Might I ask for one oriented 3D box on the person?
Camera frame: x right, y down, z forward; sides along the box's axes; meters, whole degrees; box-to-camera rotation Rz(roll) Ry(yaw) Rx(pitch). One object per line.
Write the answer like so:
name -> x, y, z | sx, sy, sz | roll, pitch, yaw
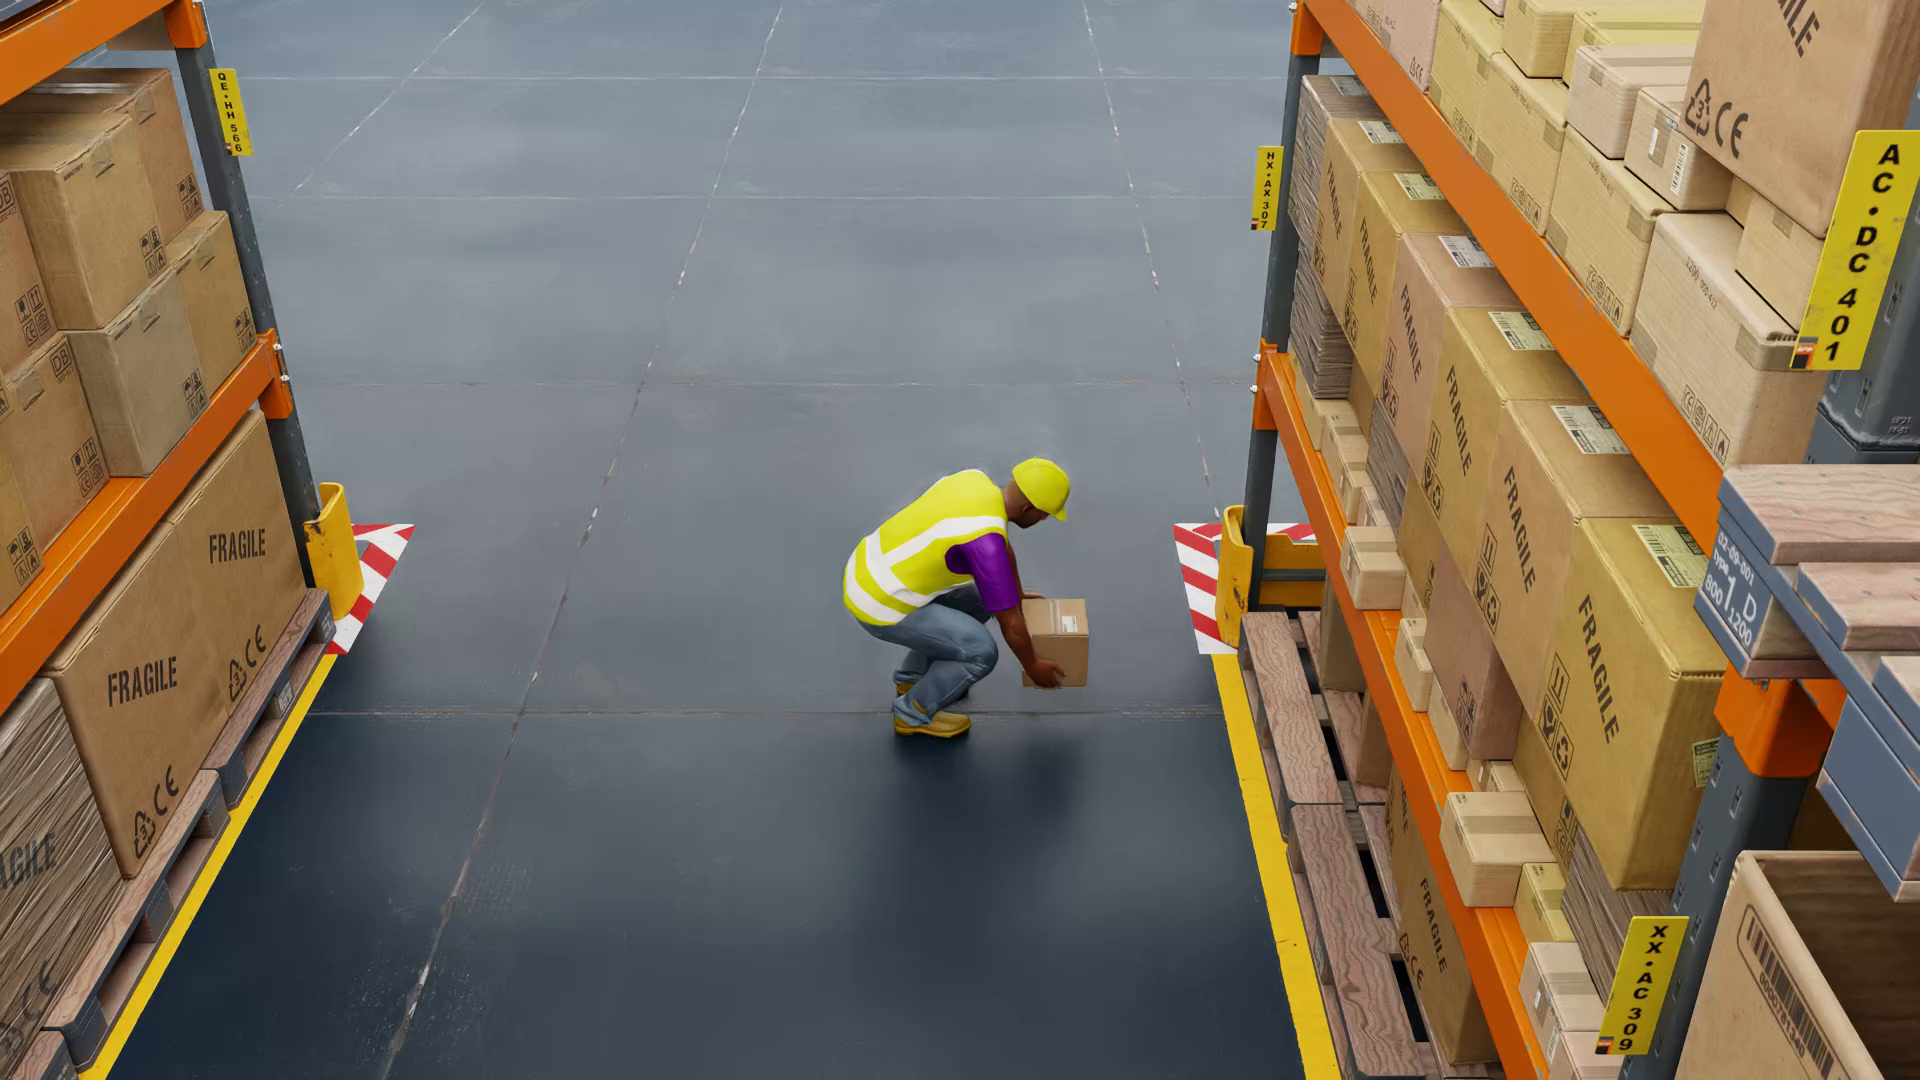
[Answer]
person -> -0.018, 0.185, 6.440 | 0.860, 1.111, 0.603 | 0, 31, 0
